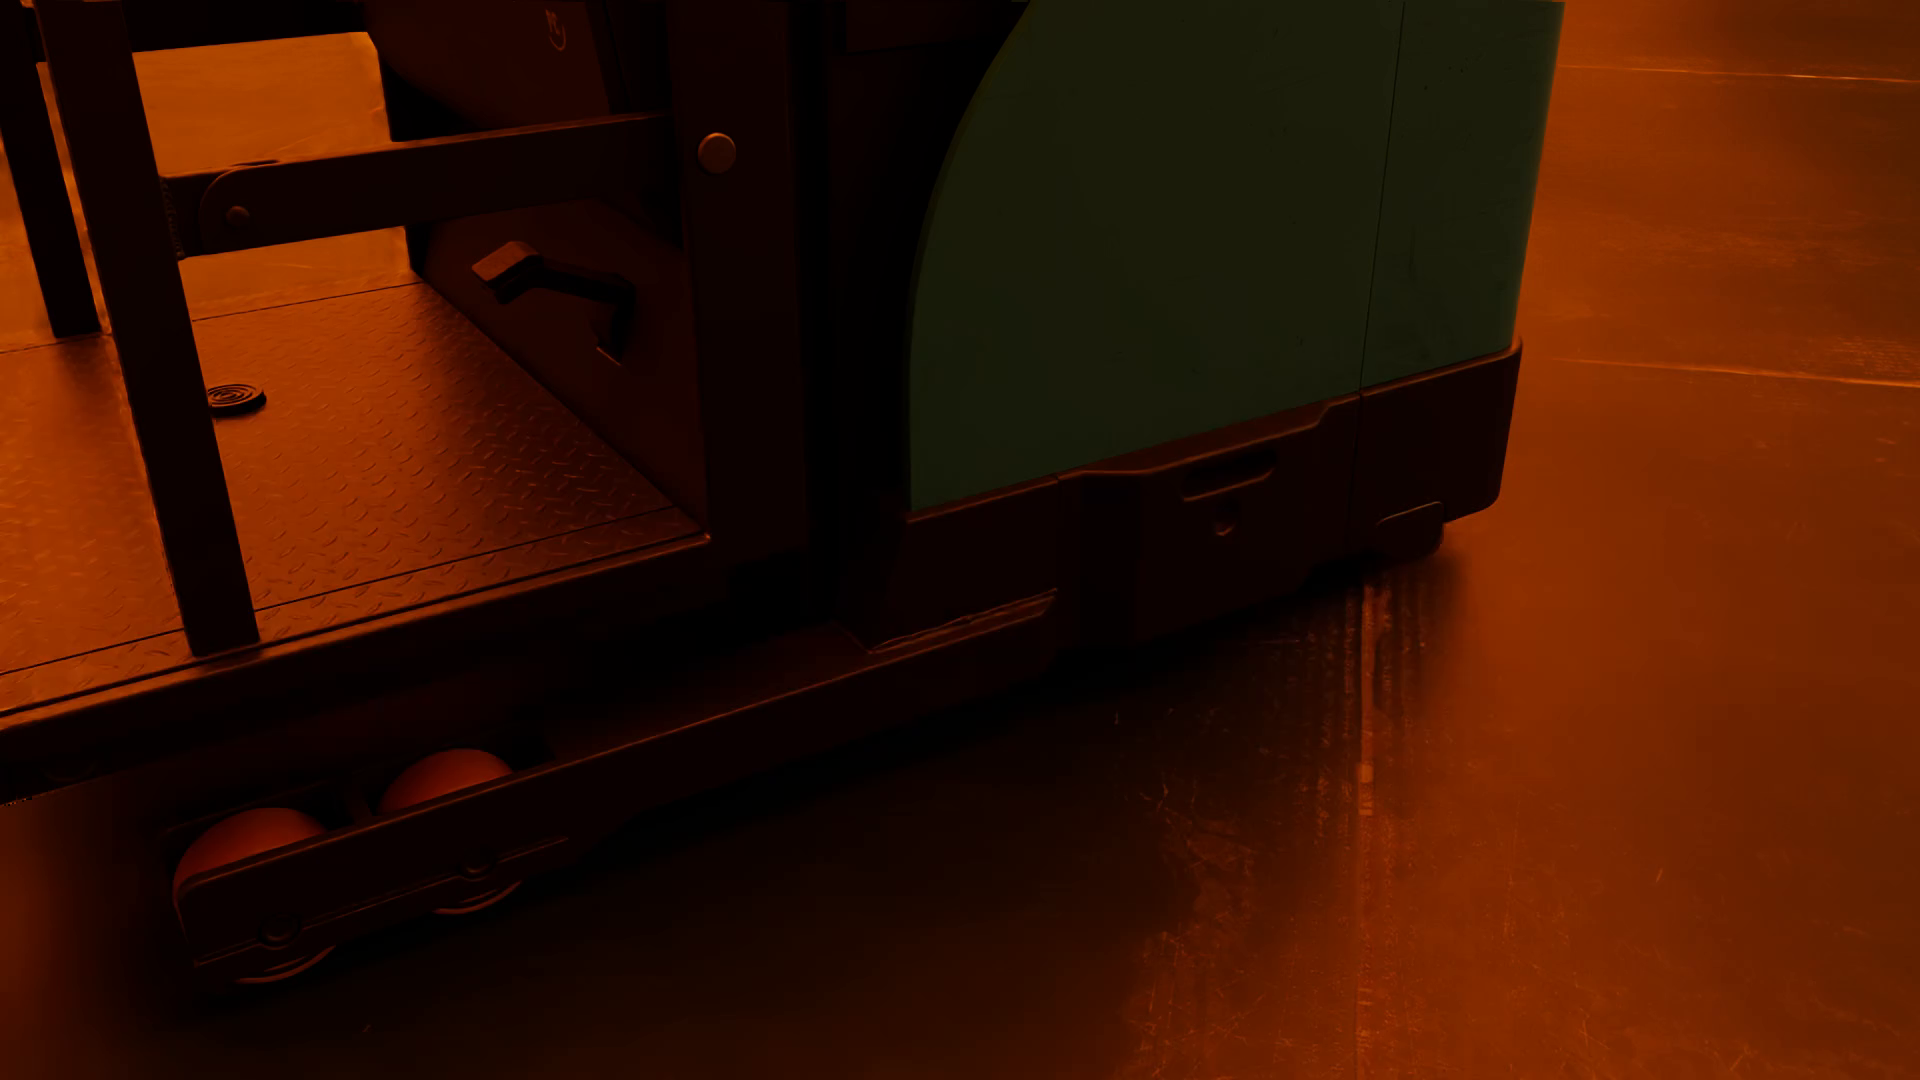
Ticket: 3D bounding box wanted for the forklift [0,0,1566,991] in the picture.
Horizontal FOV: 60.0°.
[{"bbox_3d":[-0.712,-1.146,1.517,3.031,2.935,1.130,-16,31,-29],"label":"forklift"}]
